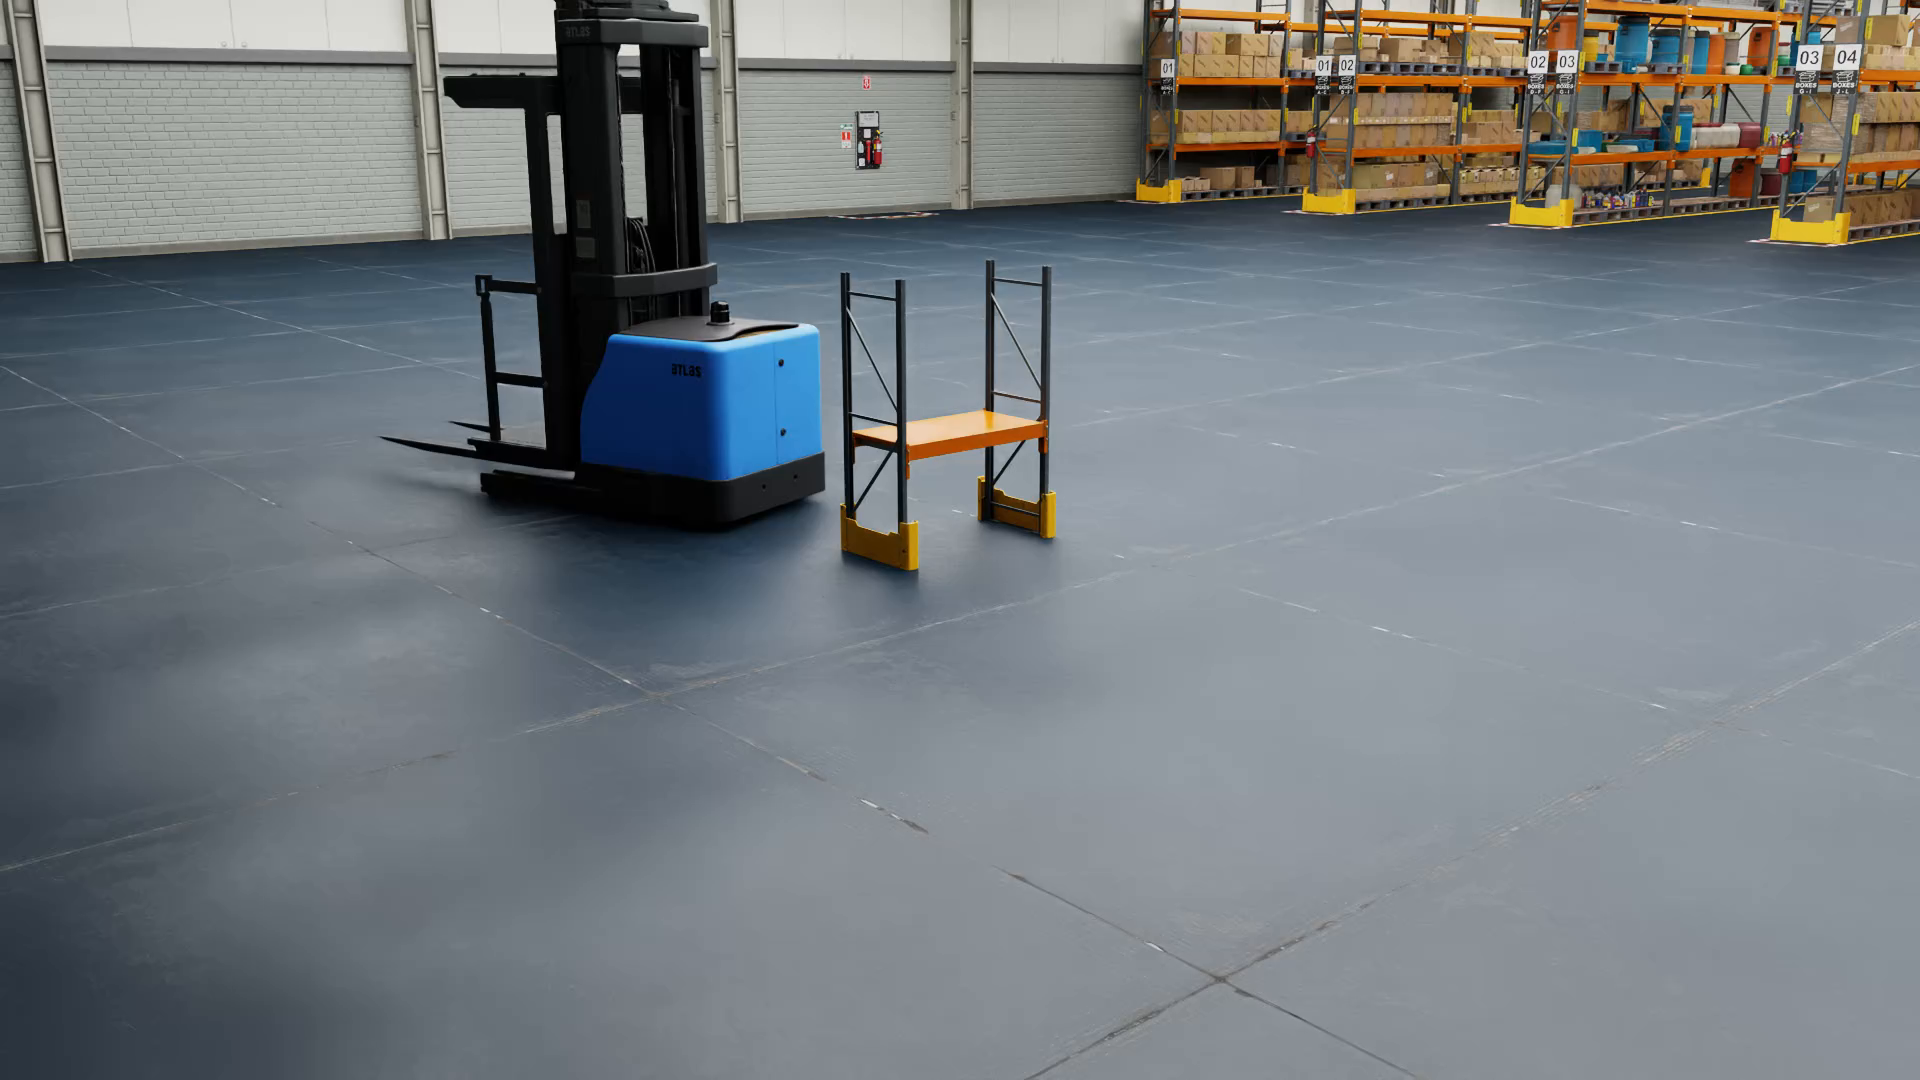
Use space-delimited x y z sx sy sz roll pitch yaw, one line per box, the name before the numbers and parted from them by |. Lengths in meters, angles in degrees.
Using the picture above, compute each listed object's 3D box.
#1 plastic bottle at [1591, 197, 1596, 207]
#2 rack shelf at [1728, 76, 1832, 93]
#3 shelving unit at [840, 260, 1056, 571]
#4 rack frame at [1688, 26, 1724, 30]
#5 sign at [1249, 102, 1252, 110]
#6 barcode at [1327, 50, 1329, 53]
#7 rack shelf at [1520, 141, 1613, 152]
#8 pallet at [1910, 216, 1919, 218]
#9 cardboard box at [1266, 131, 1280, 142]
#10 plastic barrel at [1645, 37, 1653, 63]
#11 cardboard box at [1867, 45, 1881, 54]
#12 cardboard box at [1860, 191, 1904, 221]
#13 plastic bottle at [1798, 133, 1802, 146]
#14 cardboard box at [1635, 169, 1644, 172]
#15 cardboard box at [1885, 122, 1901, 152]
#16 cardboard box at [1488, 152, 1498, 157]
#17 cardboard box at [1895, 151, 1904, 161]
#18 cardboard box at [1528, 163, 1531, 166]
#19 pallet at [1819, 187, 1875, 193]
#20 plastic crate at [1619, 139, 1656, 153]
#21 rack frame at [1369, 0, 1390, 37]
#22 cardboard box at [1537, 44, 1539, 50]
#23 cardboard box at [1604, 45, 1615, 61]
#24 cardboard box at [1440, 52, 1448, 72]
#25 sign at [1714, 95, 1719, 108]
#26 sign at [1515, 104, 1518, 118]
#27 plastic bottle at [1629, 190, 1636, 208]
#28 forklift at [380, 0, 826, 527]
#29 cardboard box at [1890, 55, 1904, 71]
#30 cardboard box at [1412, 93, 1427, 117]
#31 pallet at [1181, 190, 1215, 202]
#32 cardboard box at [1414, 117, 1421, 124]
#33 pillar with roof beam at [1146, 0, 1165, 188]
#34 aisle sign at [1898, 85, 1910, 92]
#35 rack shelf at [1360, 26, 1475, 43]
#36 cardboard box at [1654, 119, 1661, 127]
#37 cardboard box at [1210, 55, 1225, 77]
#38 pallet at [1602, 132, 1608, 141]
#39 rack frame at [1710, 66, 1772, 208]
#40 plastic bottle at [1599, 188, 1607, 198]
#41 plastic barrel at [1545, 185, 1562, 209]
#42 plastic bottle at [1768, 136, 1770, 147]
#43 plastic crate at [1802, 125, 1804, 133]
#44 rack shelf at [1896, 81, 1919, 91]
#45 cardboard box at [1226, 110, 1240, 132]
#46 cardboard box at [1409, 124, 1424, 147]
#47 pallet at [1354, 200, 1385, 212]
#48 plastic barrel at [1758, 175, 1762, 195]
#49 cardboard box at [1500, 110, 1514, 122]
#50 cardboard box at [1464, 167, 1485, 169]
plastic bottle | 12.754 -6.812 33.508 0.097 0.201 0.097 0 15 0
rack shelf | 18.653 -10.277 37.492 4.000 0.370 1.077 -13 19 -39
shelving unit | -0.058 -0.712 9.008 1.083 1.500 0.587 -13 19 -39
rack frame | 19.930 -14.055 44.430 0.127 3.000 1.000 -13 19 -39
sign | 7.256 -10.754 41.454 0.005 0.325 0.100 -13 19 -39
barcode | 7.771 -10.321 35.138 0.075 0.075 0.001 -13 19 -39
rack shelf | 15.404 -9.792 41.492 4.000 0.370 1.077 -13 19 -39
pallet | 17.964 -5.979 31.226 1.213 0.211 1.003 -13 19 -39
cardboard box | 7.465 -9.885 40.697 0.500 0.250 0.500 -13 19 -39
plastic barrel | 13.673 -9.830 33.395 0.421 0.512 0.421 0 15 0
cardboard box | 14.979 -8.113 27.515 0.250 0.149 0.380 -12 19 -38
cardboard box | 16.623 -6.031 30.046 0.500 0.500 0.500 -6 16 -22
plastic bottle | 18.999 -9.070 37.620 0.133 0.283 0.061 -13 19 -39
cardboard box | 17.722 -9.671 44.001 0.500 0.311 0.500 -13 19 -39
cardboard box | 15.882 -7.063 29.111 0.500 0.500 0.875 -13 19 -39
cardboard box | 15.061 -10.969 47.275 0.250 0.149 0.380 -13 20 -41
cardboard box | 16.267 -6.728 29.112 0.250 0.149 0.380 -13 19 -39
cardboard box | 16.213 -10.977 48.563 0.500 0.500 0.700 -13 19 -39
pallet | 21.612 -8.506 40.687 1.213 0.211 1.003 -13 19 -39
plastic crate | 13.470 -7.846 33.100 0.616 0.251 0.499 -13 19 -39
rack frame | 10.641 -13.663 42.964 0.127 3.000 1.000 -13 19 -39
cardboard box | 16.303 -13.933 47.617 0.500 0.500 0.500 -13 20 -40
cardboard box | 15.995 -12.039 41.494 0.600 0.600 0.600 -13 20 -40
cardboard box | 12.922 -13.025 45.340 0.500 0.500 0.700 -14 20 -42
sign | 20.280 -11.757 44.597 0.005 0.325 0.100 -13 19 -39
sign | 13.532 -10.426 40.381 0.005 0.325 0.100 -13 19 -39
plastic bottle | 13.441 -6.839 33.321 0.185 0.351 0.144 -13 20 -40
forklift | -2.346 -1.751 10.125 3.031 2.935 1.130 9 17 30
cardboard box | 15.655 -8.096 28.227 0.500 0.250 0.500 -13 20 -40
cardboard box | 9.789 -9.552 36.489 0.500 0.500 0.700 -13 20 -39
pallet | 5.299 -8.206 39.562 1.213 0.211 1.003 -13 19 -39
cardboard box | 9.854 -9.183 36.364 0.250 0.149 0.380 -12 19 -38
pillar with roof beam | 7.392 -11.757 35.827 0.400 9.000 9.100 -13 19 -39
aisle sign | 23.426 -11.402 41.088 0.004 0.787 0.394 -13 19 -39
rack shelf | 12.149 -13.461 44.377 4.000 0.370 1.077 -13 19 -39
cardboard box | 17.860 -10.648 43.106 0.500 0.500 0.500 -12 19 -38
cardboard box | 5.840 -11.098 38.939 0.500 0.500 0.500 -12 19 -37
pallet | 15.359 -10.039 41.392 1.213 0.211 1.003 -13 19 -39
rack frame | 17.144 -8.836 36.518 0.127 3.000 1.000 -13 19 -39
plastic bottle | 13.103 -7.003 33.937 0.185 0.351 0.144 -14 20 -42
plastic barrel | 11.555 -6.608 32.184 0.421 0.512 0.421 0 15 0
plastic bottle | 17.788 -8.799 36.627 0.097 0.271 0.097 0 15 0
plastic crate | 20.290 -9.681 39.594 0.575 0.384 0.392 -13 19 -39
rack shelf | 18.887 -8.635 31.345 4.000 0.370 1.077 -13 19 -39
cardboard box | 6.318 -9.989 39.634 0.500 0.500 0.500 -12 19 -38
cardboard box | 9.772 -8.921 36.640 0.500 0.500 0.700 -12 19 -39
pallet | 8.410 -7.236 35.932 1.213 0.211 1.003 -13 19 -39
plastic barrel | 17.869 -8.036 37.531 0.421 0.512 0.421 0 15 0
cardboard box | 15.175 -11.924 47.496 0.700 0.700 0.980 -14 20 -42
cardboard box | 12.143 -8.651 39.253 0.500 0.311 0.500 -13 20 -40
